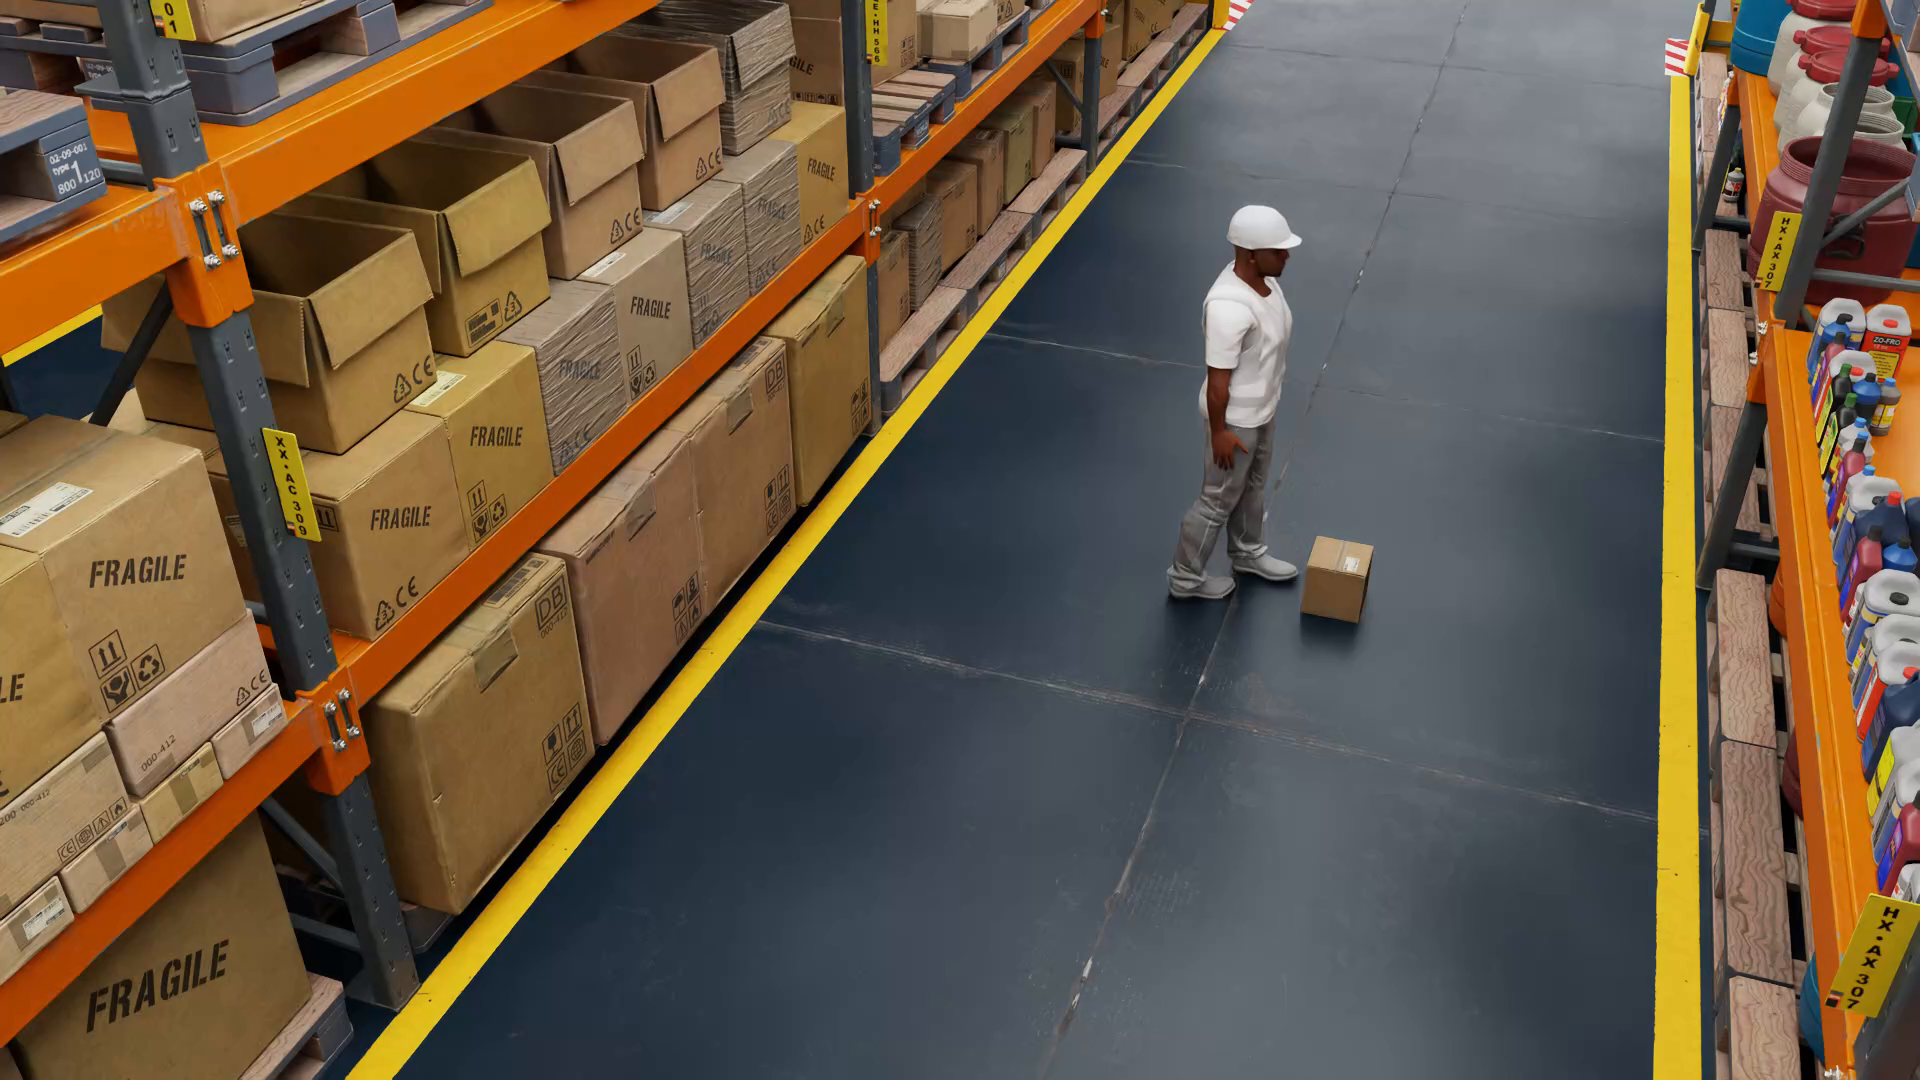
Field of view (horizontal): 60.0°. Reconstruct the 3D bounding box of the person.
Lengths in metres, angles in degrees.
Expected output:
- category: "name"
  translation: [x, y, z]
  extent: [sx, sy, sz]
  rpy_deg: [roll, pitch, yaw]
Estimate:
- category: "person"
  translation: [1.226, -0.549, 6.965]
  extent: [0.533, 1.776, 0.588]
  rpy_deg: [12, 35, 18]
